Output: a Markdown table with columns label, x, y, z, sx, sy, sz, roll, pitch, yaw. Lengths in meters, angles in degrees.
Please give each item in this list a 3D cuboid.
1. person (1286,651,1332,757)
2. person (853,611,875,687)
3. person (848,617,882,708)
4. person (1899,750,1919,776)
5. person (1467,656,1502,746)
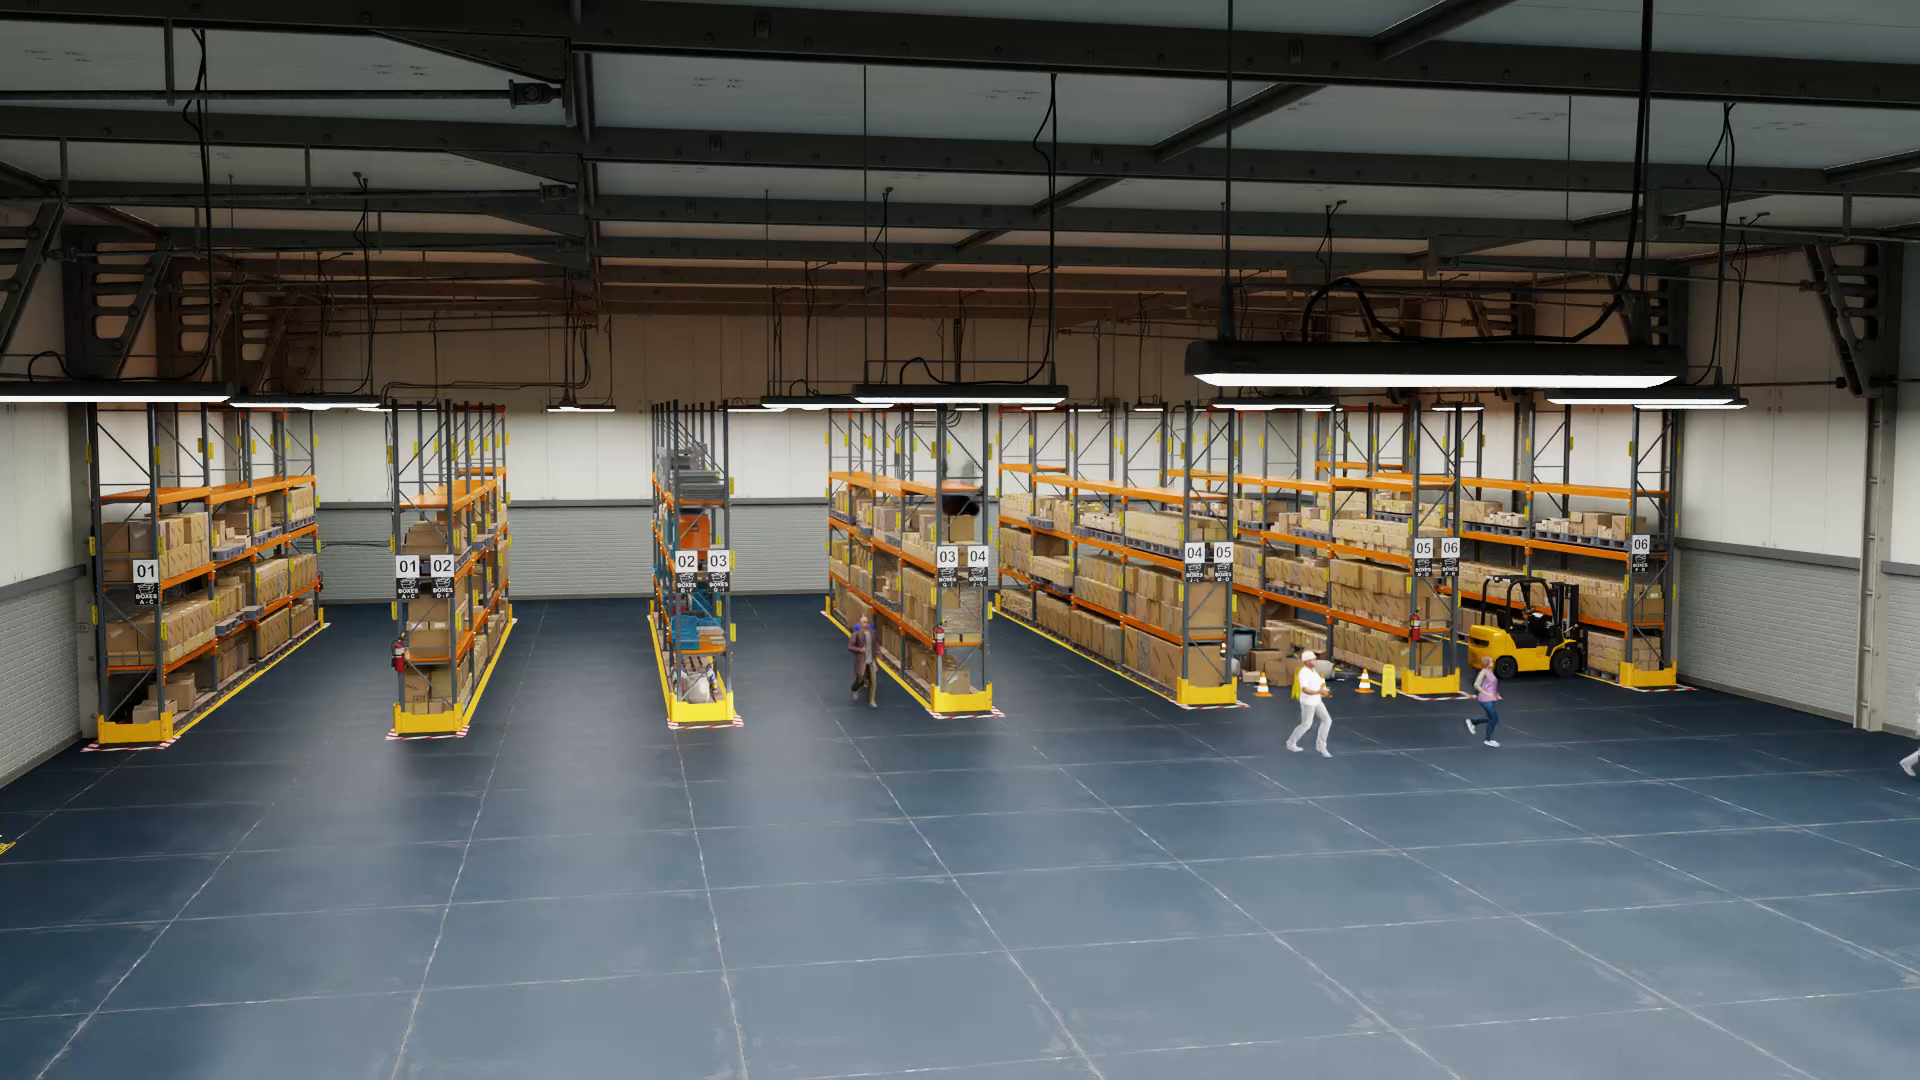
| label | x | y | z | sx | sy | sz | roll | pitch | yaw |
| --- | --- | --- | --- | --- | --- | --- | --- | --- | --- |
| person | 5.882 | 2.758 | 27.946 | 0.757 | 1.802 | 0.707 | 3 | 5 | 32 |
| person | -1.963 | 2.290 | 34.705 | 0.563 | 1.618 | 0.572 | -1 | 4 | -16 |
| person | -1.860 | 2.385 | 32.641 | 0.721 | 1.750 | 0.958 | -2 | 5 | -25 |
| person | 15.122 | 2.915 | 25.777 | 0.577 | 1.693 | 0.941 | -4 | 6 | -42 |
| person | 9.077 | 2.782 | 28.846 | 0.597 | 1.567 | 0.540 | 3 | 5 | 34 |
